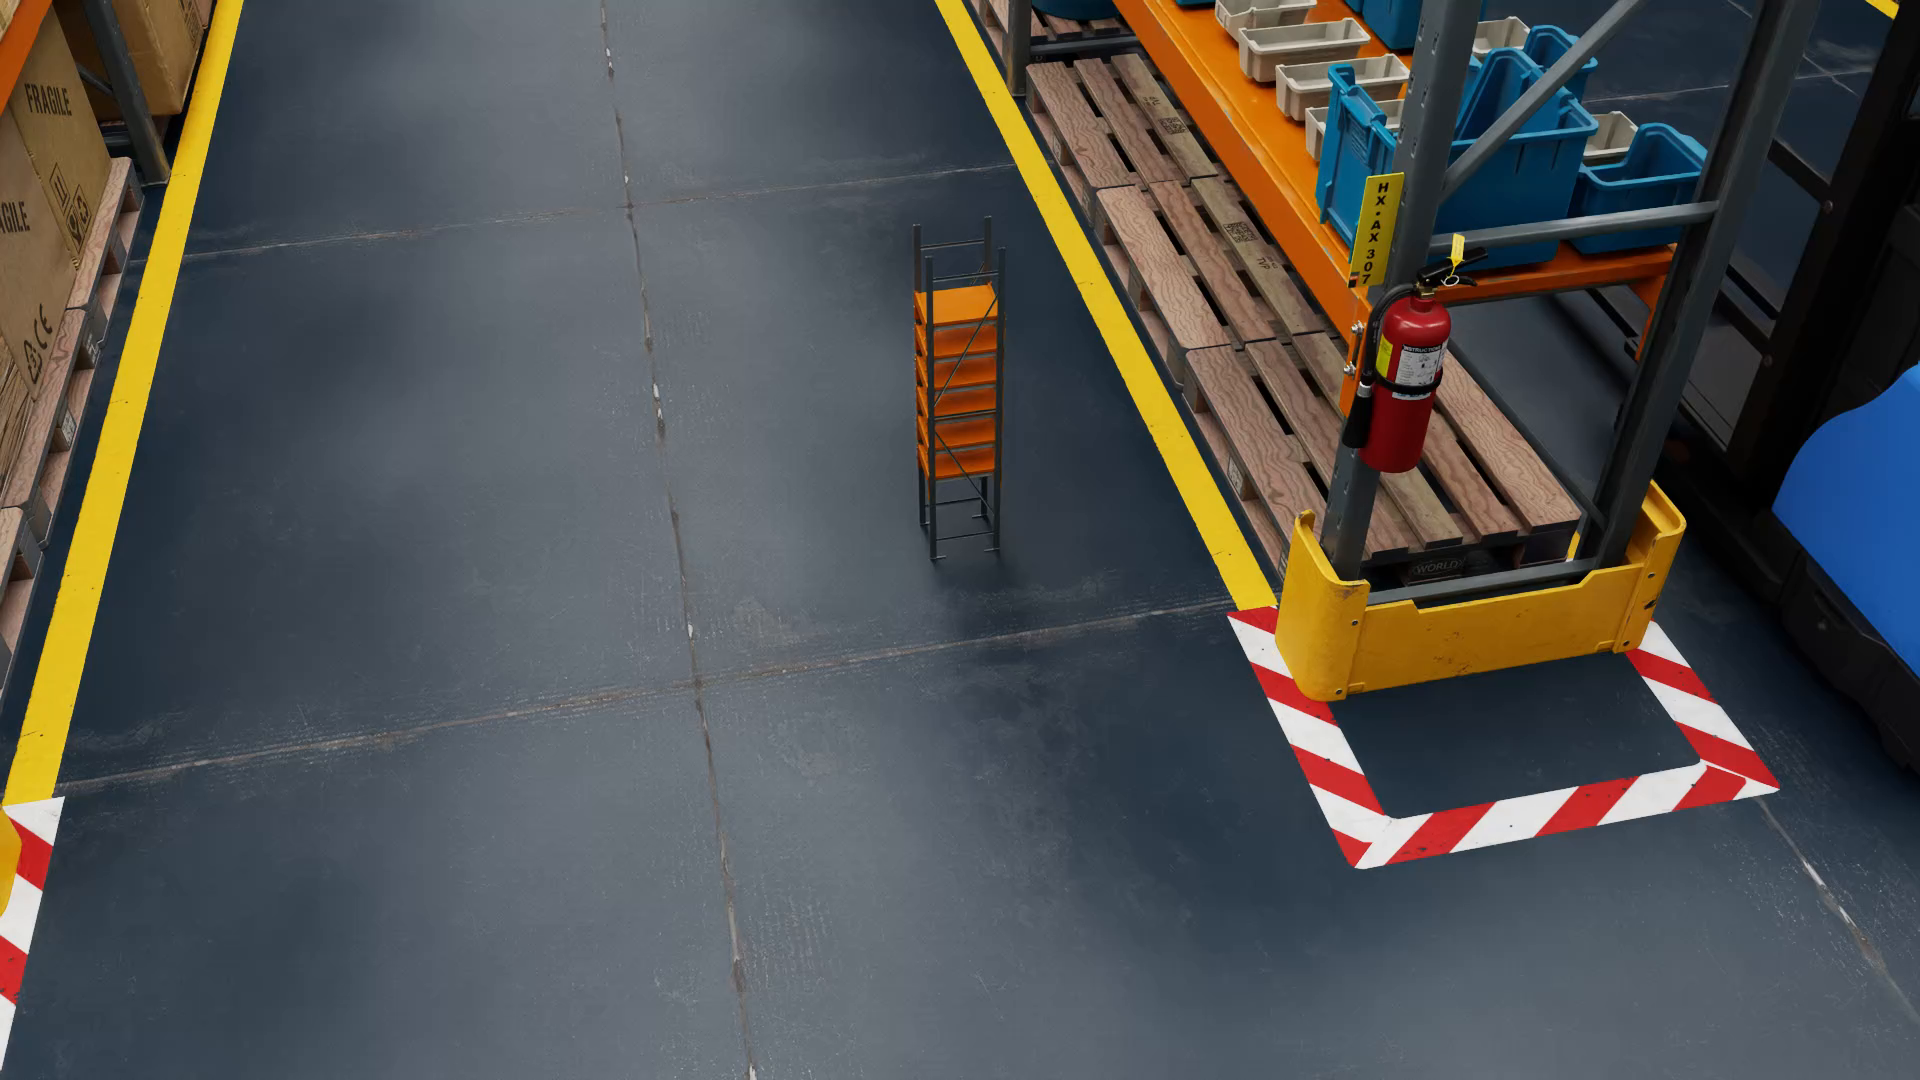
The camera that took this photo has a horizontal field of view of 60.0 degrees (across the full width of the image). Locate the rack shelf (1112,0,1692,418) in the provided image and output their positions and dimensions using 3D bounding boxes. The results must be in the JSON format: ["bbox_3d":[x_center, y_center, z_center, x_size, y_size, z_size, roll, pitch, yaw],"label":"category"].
[{"bbox_3d":[1.165,-1.844,6.110,1.077,0.370,4.000,-8,42,-9],"label":"rack shelf"}]

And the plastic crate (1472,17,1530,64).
[{"bbox_3d":[1.730,-1.607,5.455,0.250,0.136,0.298,-8,42,-9],"label":"plastic crate"}]

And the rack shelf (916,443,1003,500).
[{"bbox_3d":[-0.003,-0.245,5.551,0.258,0.103,0.180,-8,42,-9],"label":"rack shelf"}]

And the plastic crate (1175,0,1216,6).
[{"bbox_3d":[0.903,-2.071,5.905,0.416,0.233,0.300,-8,42,-9],"label":"plastic crate"}]

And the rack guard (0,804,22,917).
[{"bbox_3d":[-3.235,0.843,4.424,1.175,0.500,0.348,-8,42,-9],"label":"rack guard"}]

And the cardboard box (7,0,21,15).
[{"bbox_3d":[-3.551,-1.955,5.883,0.380,0.149,0.250,-8,42,-8],"label":"cardboard box"}]

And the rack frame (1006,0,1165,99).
[{"bbox_3d":[0.733,-3.410,7.332,1.000,3.000,0.127,-8,42,-9],"label":"rack frame"}]

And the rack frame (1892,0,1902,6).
[{"bbox_3d":[5.571,-4.117,8.129,1.000,3.000,0.127,-8,42,-9],"label":"rack frame"}]

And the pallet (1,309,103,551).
[{"bbox_3d":[-3.749,-0.361,5.997,1.003,0.211,1.213,-8,42,-9],"label":"pallet"}]

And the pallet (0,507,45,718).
[{"bbox_3d":[-3.489,0.429,5.108,1.003,0.211,1.213,-8,42,-9],"label":"pallet"}]

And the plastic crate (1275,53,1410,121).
[{"bbox_3d":[1.195,-1.433,5.259,0.396,0.136,0.243,-8,42,-9],"label":"plastic crate"}]

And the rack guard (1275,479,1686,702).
[{"bbox_3d":[1.614,0.132,5.225,1.175,0.500,0.348,-8,42,-9],"label":"rack guard"}]

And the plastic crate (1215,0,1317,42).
[{"bbox_3d":[1.029,-1.800,5.671,0.298,0.136,0.250,-8,42,-9],"label":"plastic crate"}]

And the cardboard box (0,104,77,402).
[{"bbox_3d":[-3.844,-1.040,5.946,0.875,0.875,0.875,-8,42,-9],"label":"cardboard box"}]

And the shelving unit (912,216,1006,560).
[{"bbox_3d":[-0.003,-0.458,5.362,0.258,1.200,0.189,-8,42,-9],"label":"shelving unit"}]

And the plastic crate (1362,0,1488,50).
[{"bbox_3d":[1.580,-1.837,5.641,0.416,0.233,0.300,-8,42,-9],"label":"plastic crate"}]

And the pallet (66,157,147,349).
[{"bbox_3d":[-4.015,-1.153,6.890,1.003,0.211,1.213,-8,42,-9],"label":"pallet"}]

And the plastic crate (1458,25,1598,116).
[{"bbox_3d":[1.723,-1.411,5.161,0.416,0.233,0.300,-8,42,-9],"label":"plastic crate"}]

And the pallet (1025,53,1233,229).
[{"bbox_3d":[0.930,-1.896,7.727,1.003,0.211,1.213,-8,42,-9],"label":"pallet"}]

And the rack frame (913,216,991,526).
[{"bbox_3d":[-0.023,-0.517,5.429,0.240,1.200,0.006,-8,42,-9],"label":"rack frame"}]

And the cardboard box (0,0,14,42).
[{"bbox_3d":[-3.495,-1.788,5.694,0.380,0.149,0.250,-8,42,-8],"label":"cardboard box"}]

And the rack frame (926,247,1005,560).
[{"bbox_3d":[0.017,-0.399,5.295,0.240,1.200,0.006,-8,42,-9],"label":"rack frame"}]

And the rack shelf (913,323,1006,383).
[{"bbox_3d":[-0.003,-0.604,5.232,0.258,0.103,0.180,-8,42,-9],"label":"rack shelf"}]

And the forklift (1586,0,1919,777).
[{"bbox_3d":[3.037,-1.324,5.034,1.130,2.935,3.031,-8,42,-9],"label":"forklift"}]

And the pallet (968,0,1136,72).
[{"bbox_3d":[0.607,-2.873,8.828,1.003,0.211,1.213,-8,42,-9],"label":"pallet"}]

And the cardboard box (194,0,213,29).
[{"bbox_3d":[-4.454,-3.054,8.215,1.225,0.875,0.875,-10,43,-11],"label":"cardboard box"}]

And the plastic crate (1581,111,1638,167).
[{"bbox_3d":[1.876,-1.168,4.959,0.250,0.136,0.298,-8,42,-9],"label":"plastic crate"}]

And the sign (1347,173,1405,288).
[{"bbox_3d":[1.063,-0.789,4.256,0.100,0.325,0.005,-8,42,-9],"label":"sign"}]

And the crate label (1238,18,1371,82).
[{"bbox_3d":[1.111,-1.610,5.458,0.396,0.136,0.243,-8,42,-9],"label":"crate label"}]

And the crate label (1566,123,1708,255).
[{"bbox_3d":[1.865,-0.984,4.680,0.416,0.233,0.303,-8,42,-9],"label":"crate label"}]

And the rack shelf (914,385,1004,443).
[{"bbox_3d":[-0.003,-0.425,5.392,0.258,0.103,0.180,-8,42,-9],"label":"rack shelf"}]

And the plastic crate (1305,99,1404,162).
[{"bbox_3d":[1.244,-1.243,5.045,0.396,0.136,0.243,-8,42,-9],"label":"plastic crate"}]

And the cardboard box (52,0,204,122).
[{"bbox_3d":[-4.261,-2.475,7.562,1.225,0.875,0.875,-8,42,-9],"label":"cardboard box"}]

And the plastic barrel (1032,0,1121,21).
[{"bbox_3d":[0.632,-3.137,8.289,0.600,0.901,0.708,-8,42,-9],"label":"plastic barrel"}]

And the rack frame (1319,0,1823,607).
[{"bbox_3d":[1.597,-0.817,4.411,1.000,3.000,0.127,-8,42,-9],"label":"rack frame"}]

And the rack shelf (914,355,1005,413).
[{"bbox_3d":[-0.003,-0.515,5.312,0.258,0.103,0.180,-8,42,-9],"label":"rack shelf"}]

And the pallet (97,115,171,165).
[{"bbox_3d":[-4.343,-2.147,8.009,1.003,0.211,1.213,-8,42,-9],"label":"pallet"}]

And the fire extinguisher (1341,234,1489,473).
[{"bbox_3d":[1.185,-0.486,4.377,0.296,0.674,0.183,-8,42,-9],"label":"fire extinguisher"}]

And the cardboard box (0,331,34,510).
[{"bbox_3d":[-3.652,-0.463,5.296,0.875,0.875,0.875,-8,42,-9],"label":"cardboard box"}]

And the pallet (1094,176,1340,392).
[{"bbox_3d":[1.197,-1.103,6.834,1.003,0.211,1.213,-8,42,-9],"label":"pallet"}]

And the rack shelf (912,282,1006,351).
[{"bbox_3d":[-0.003,-0.694,5.153,0.258,0.103,0.180,-8,42,-9],"label":"rack shelf"}]

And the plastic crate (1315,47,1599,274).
[{"bbox_3d":[1.342,-1.043,4.594,0.616,0.435,0.499,-8,42,-9],"label":"plastic crate"}]

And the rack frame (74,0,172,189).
[{"bbox_3d":[-4.103,-2.700,6.532,1.000,3.000,0.127,-8,42,-9],"label":"rack frame"}]

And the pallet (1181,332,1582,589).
[{"bbox_3d":[1.456,-0.314,5.945,1.003,0.211,1.213,-8,42,-9],"label":"pallet"}]

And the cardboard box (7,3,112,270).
[{"bbox_3d":[-4.039,-1.623,6.603,0.875,0.875,0.875,-8,42,-9],"label":"cardboard box"}]

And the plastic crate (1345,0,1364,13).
[{"bbox_3d":[1.516,-2.032,5.861,0.416,0.233,0.300,-8,42,-9],"label":"plastic crate"}]

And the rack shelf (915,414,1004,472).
[{"bbox_3d":[-0.003,-0.335,5.471,0.258,0.103,0.180,-8,42,-9],"label":"rack shelf"}]
